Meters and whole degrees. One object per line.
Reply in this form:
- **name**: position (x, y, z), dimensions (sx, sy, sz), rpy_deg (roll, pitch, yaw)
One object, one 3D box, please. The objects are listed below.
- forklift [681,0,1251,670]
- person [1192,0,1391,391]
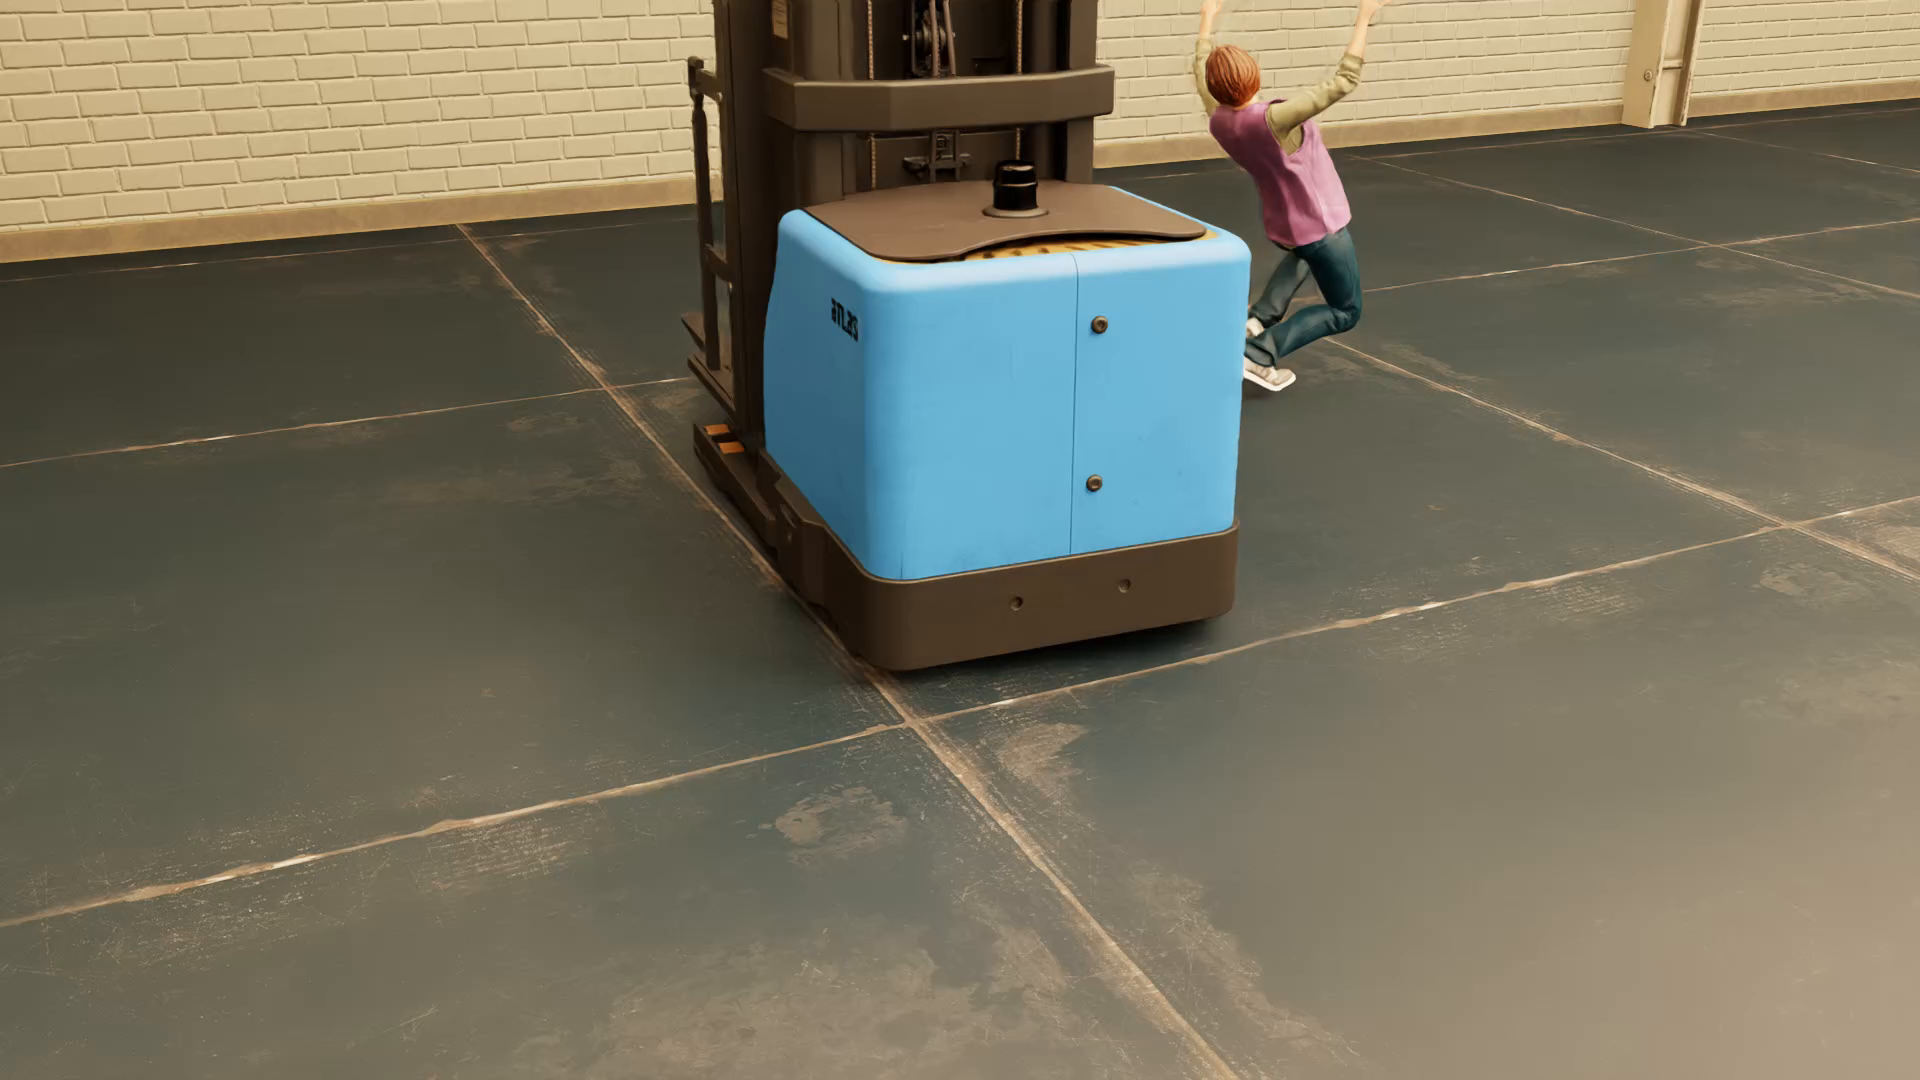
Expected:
- **forklift**: position (-0.263, -1.564, 5.052), dimensions (1.130, 2.935, 3.031), rpy_deg (-8, 24, -19)
- **person**: position (1.177, -1.341, 6.348), dimensions (0.697, 1.502, 0.873), rpy_deg (-10, 25, -23)
